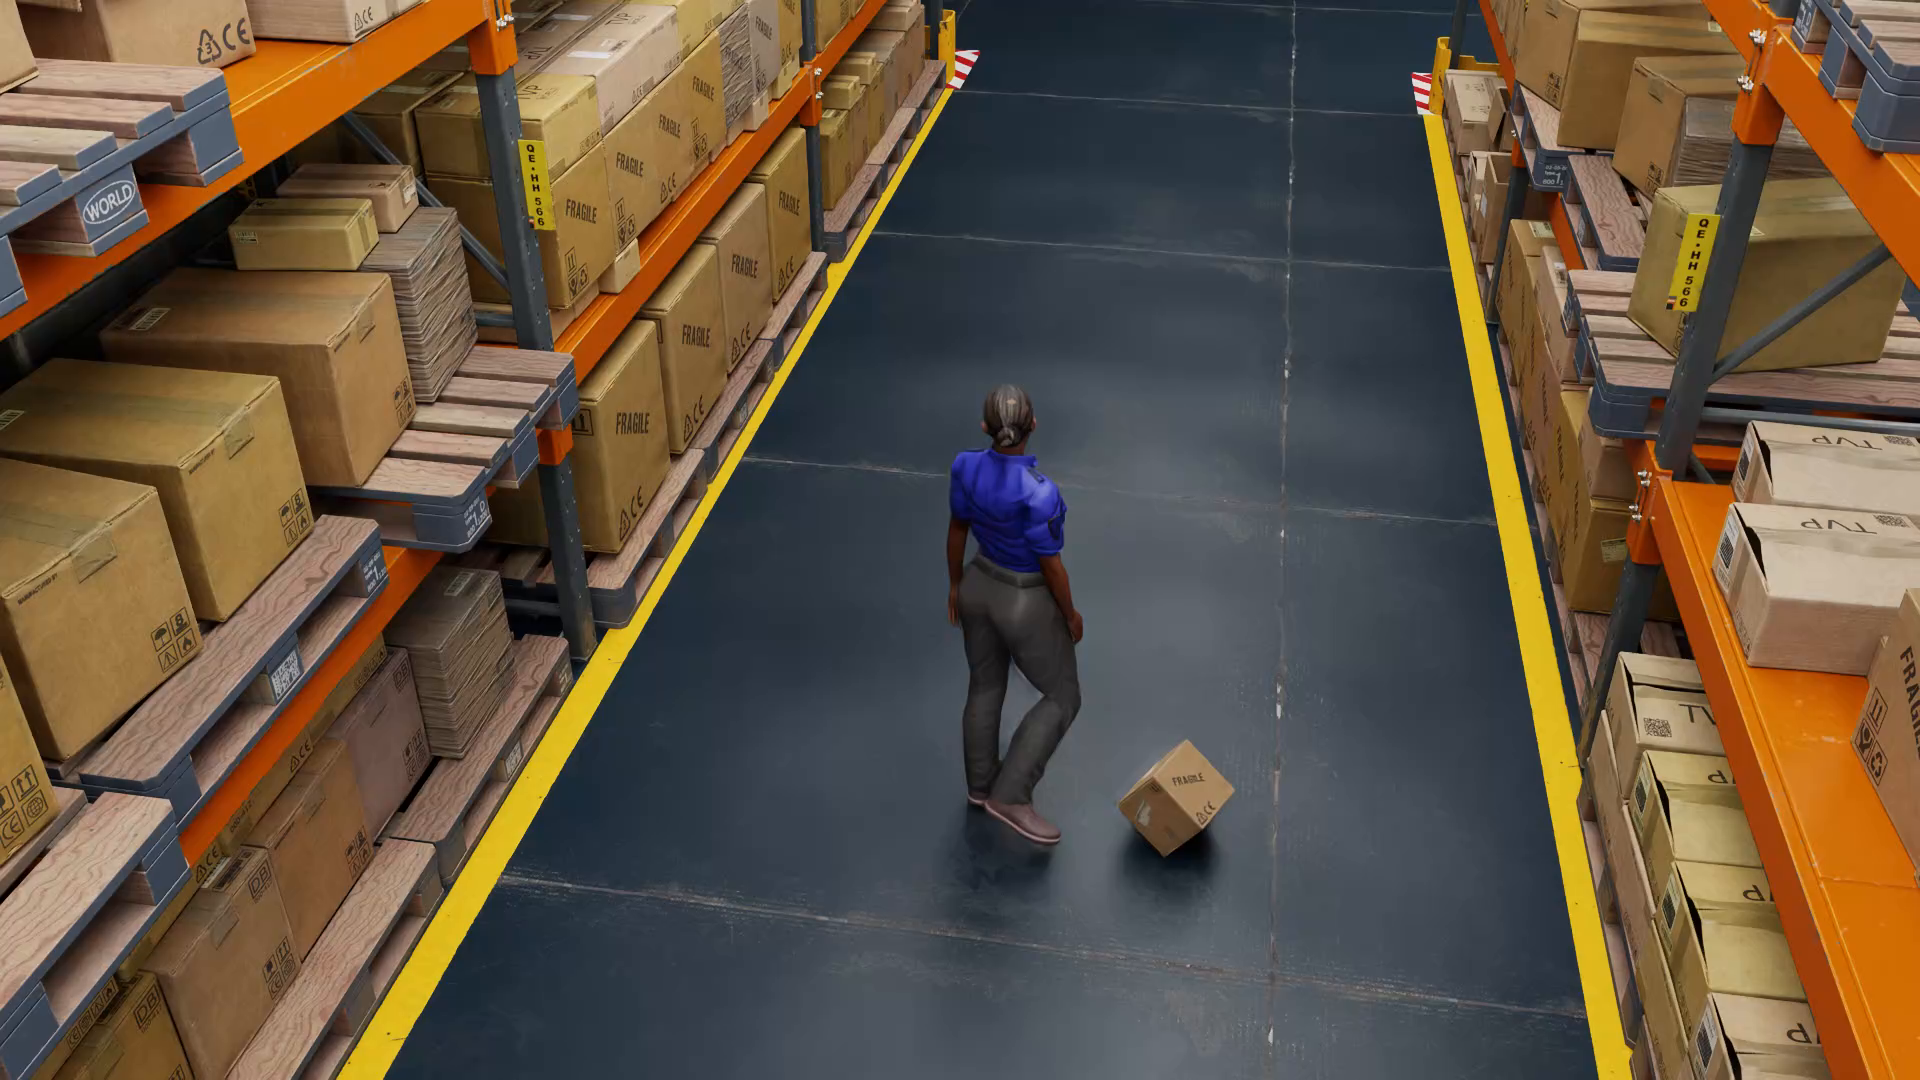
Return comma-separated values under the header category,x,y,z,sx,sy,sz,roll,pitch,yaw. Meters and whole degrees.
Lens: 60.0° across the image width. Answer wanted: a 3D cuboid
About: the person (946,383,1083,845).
category,x,y,z,sx,sy,sz,roll,pitch,yaw
person,0.183,0.264,5.697,0.638,1.651,0.441,28,42,36
